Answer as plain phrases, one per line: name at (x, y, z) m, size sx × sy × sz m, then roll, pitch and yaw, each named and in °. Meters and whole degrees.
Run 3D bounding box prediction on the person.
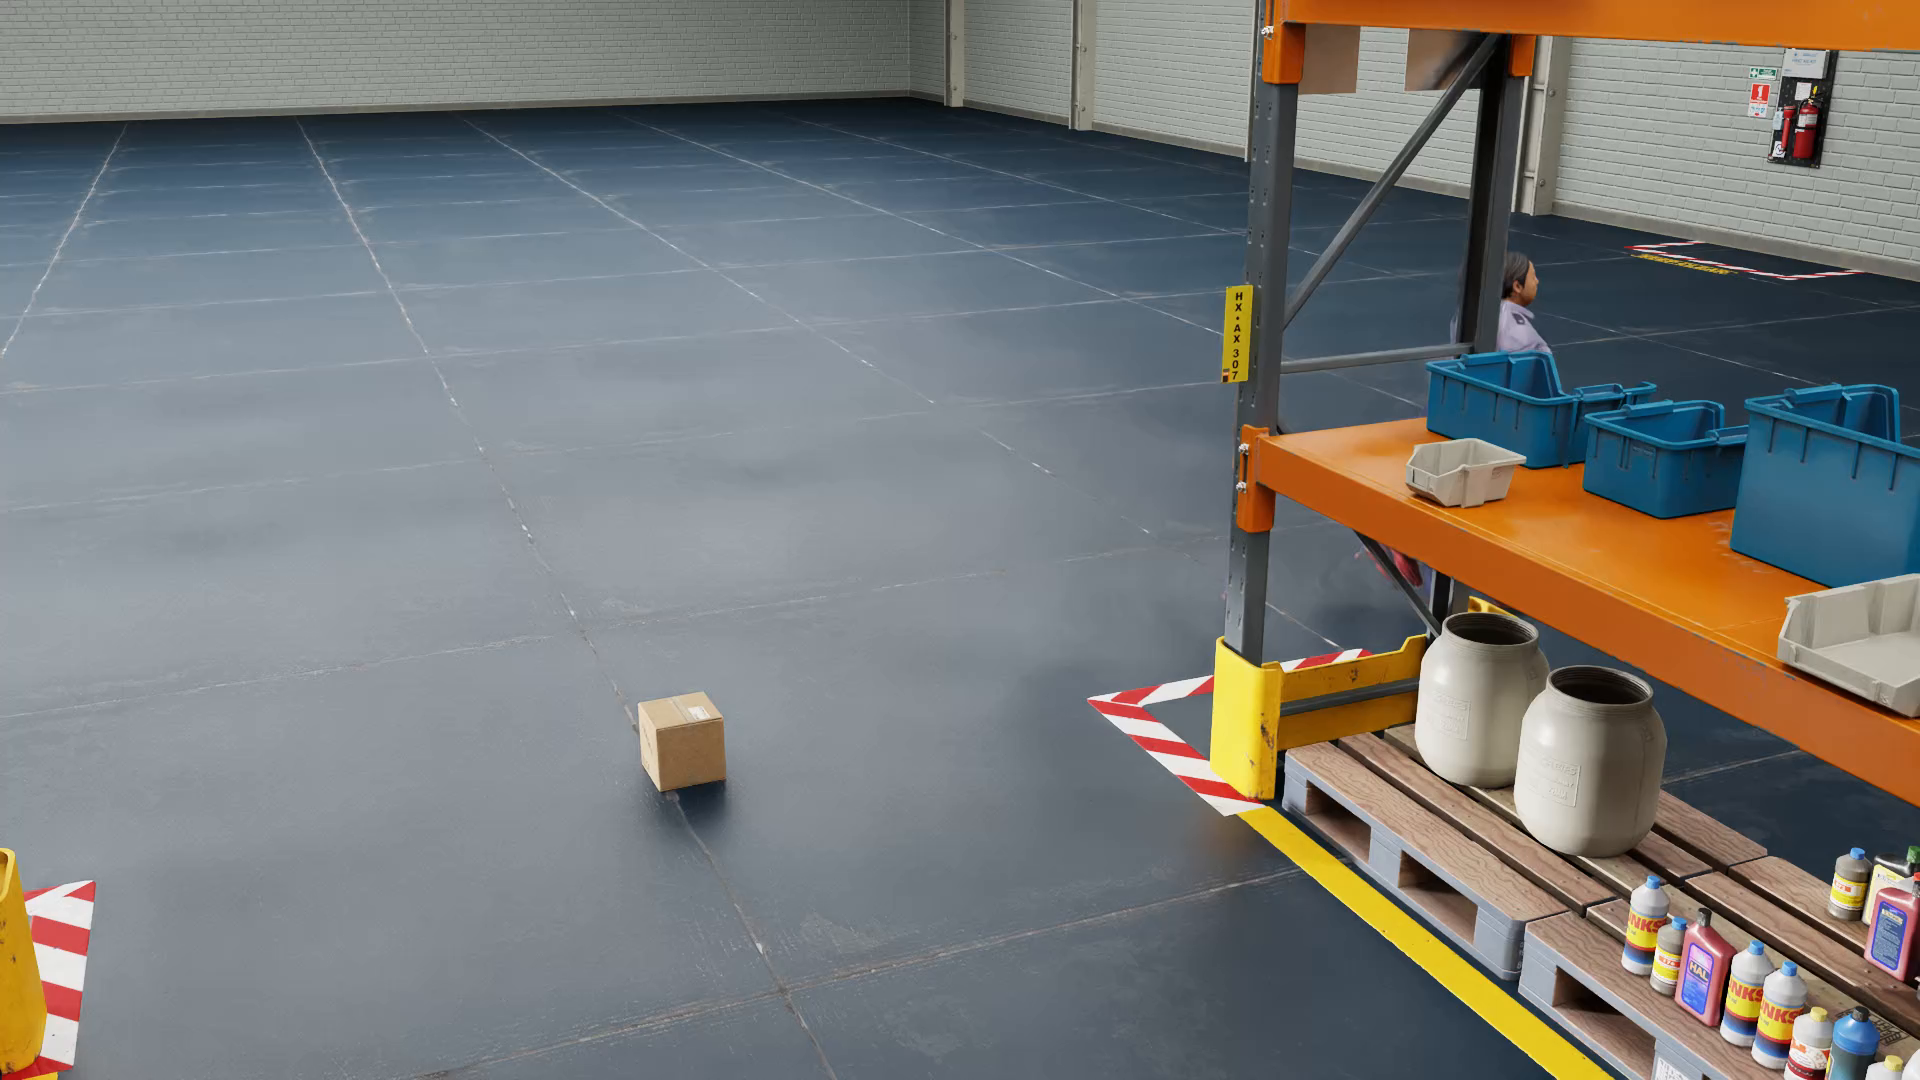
person at (2.357, -0.470, 7.425) m, size 0.735 × 1.607 × 0.471 m, roll -4°, pitch 19°, yaw -12°
